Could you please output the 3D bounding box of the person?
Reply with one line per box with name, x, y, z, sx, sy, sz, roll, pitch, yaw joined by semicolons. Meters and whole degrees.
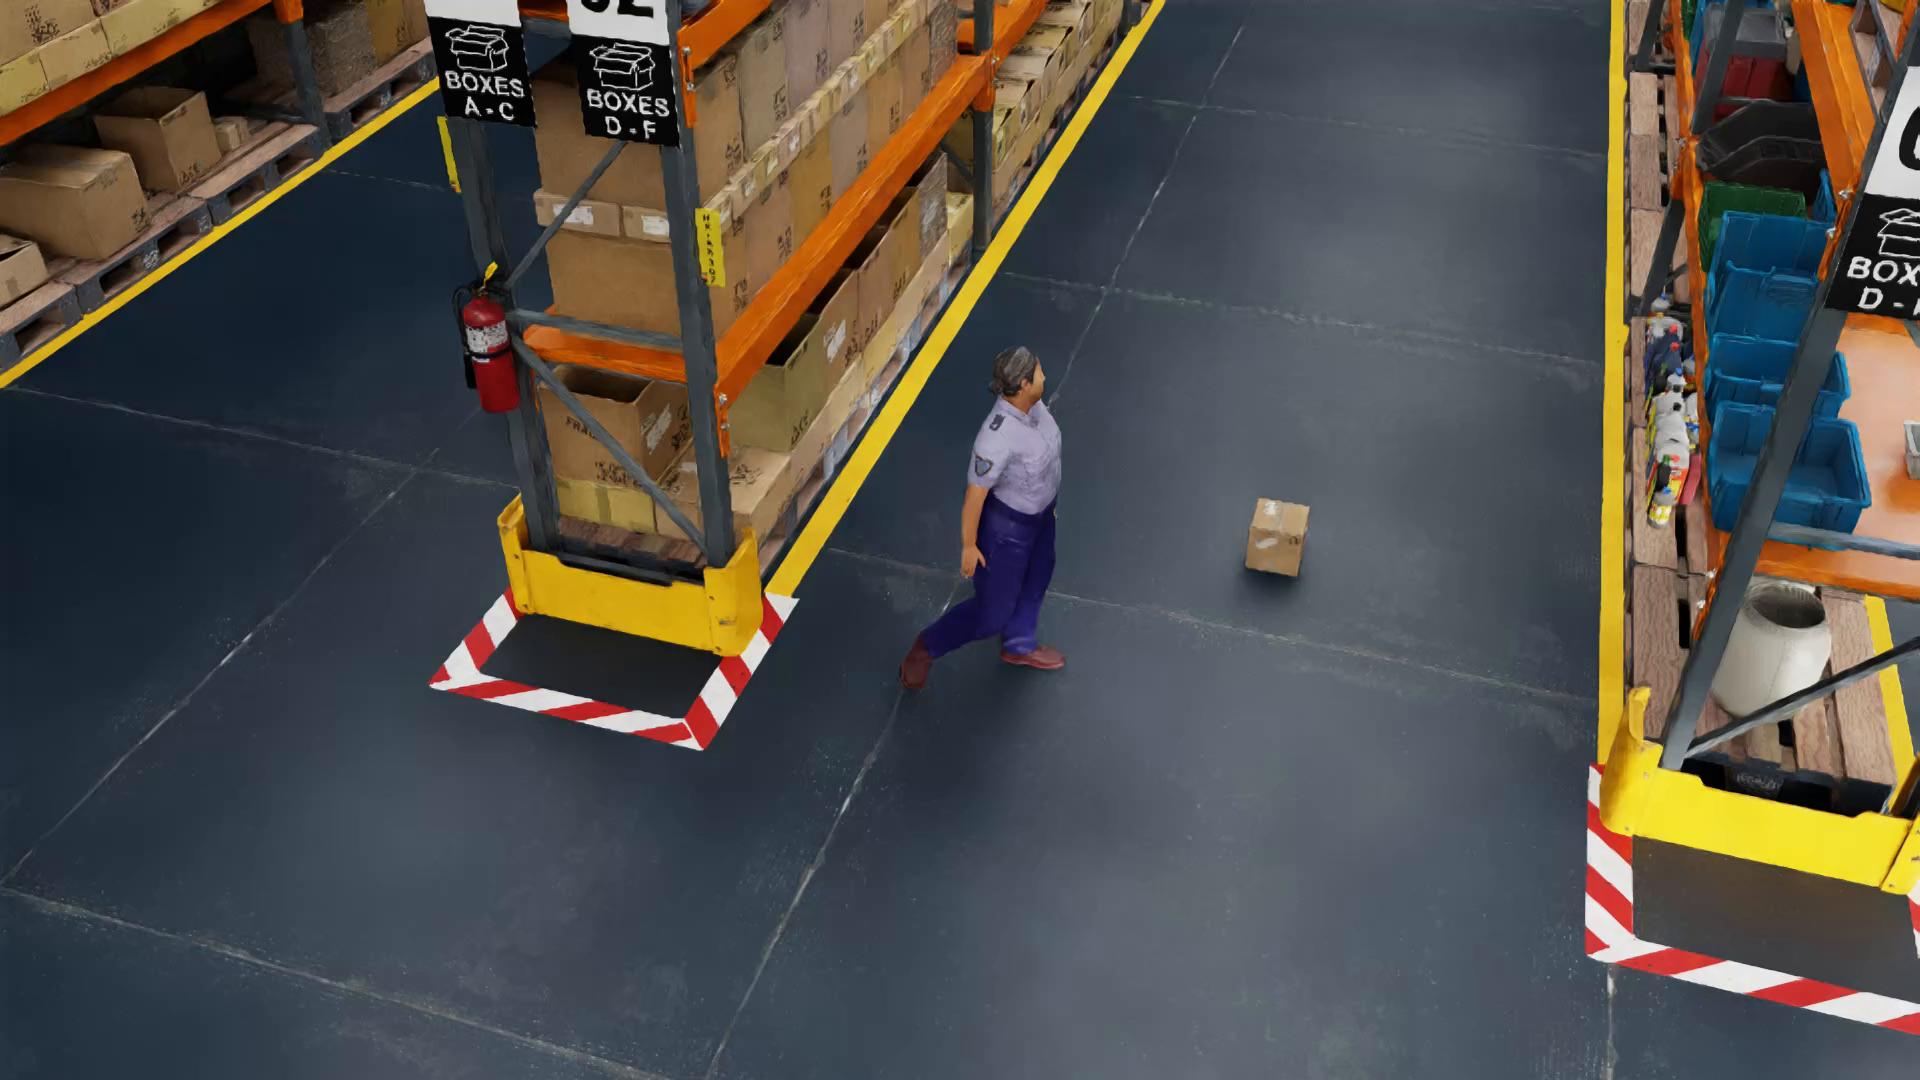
person;0.120;-0.053;6.978;0.596;1.643;0.684;16;40;19
